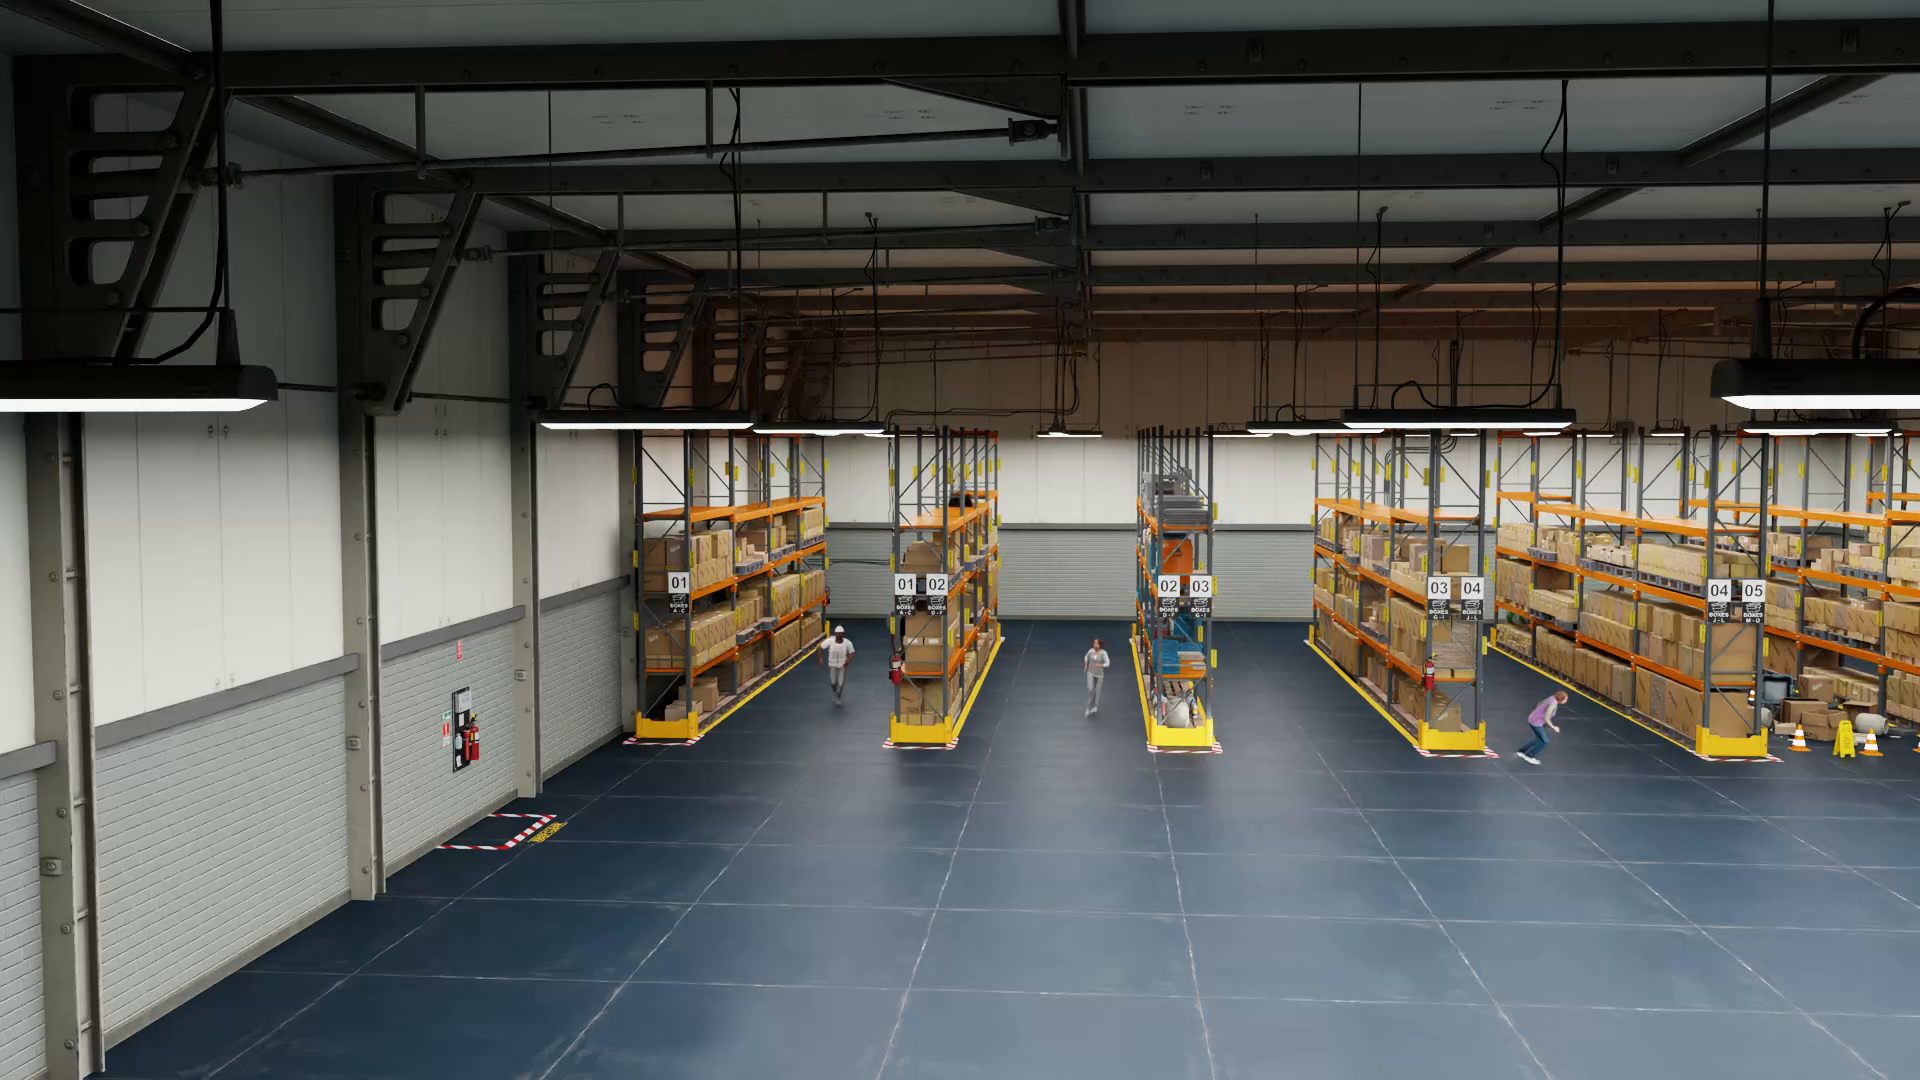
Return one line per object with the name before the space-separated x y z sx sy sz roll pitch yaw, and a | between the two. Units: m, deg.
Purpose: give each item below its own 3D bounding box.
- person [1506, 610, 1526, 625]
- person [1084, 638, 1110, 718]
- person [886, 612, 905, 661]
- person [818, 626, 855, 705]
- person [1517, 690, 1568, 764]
person | 16.152 1.922 48.262 0.804 1.845 0.647 -3 4 -37
person | 2.847 2.847 34.536 0.527 1.629 0.653 0 3 7
person | -1.547 2.397 42.026 0.648 1.610 0.785 0 3 -4
person | -2.655 2.710 35.800 0.790 1.720 0.568 0 3 -3
person | 10.269 3.292 29.330 0.848 1.355 0.597 1 4 22
